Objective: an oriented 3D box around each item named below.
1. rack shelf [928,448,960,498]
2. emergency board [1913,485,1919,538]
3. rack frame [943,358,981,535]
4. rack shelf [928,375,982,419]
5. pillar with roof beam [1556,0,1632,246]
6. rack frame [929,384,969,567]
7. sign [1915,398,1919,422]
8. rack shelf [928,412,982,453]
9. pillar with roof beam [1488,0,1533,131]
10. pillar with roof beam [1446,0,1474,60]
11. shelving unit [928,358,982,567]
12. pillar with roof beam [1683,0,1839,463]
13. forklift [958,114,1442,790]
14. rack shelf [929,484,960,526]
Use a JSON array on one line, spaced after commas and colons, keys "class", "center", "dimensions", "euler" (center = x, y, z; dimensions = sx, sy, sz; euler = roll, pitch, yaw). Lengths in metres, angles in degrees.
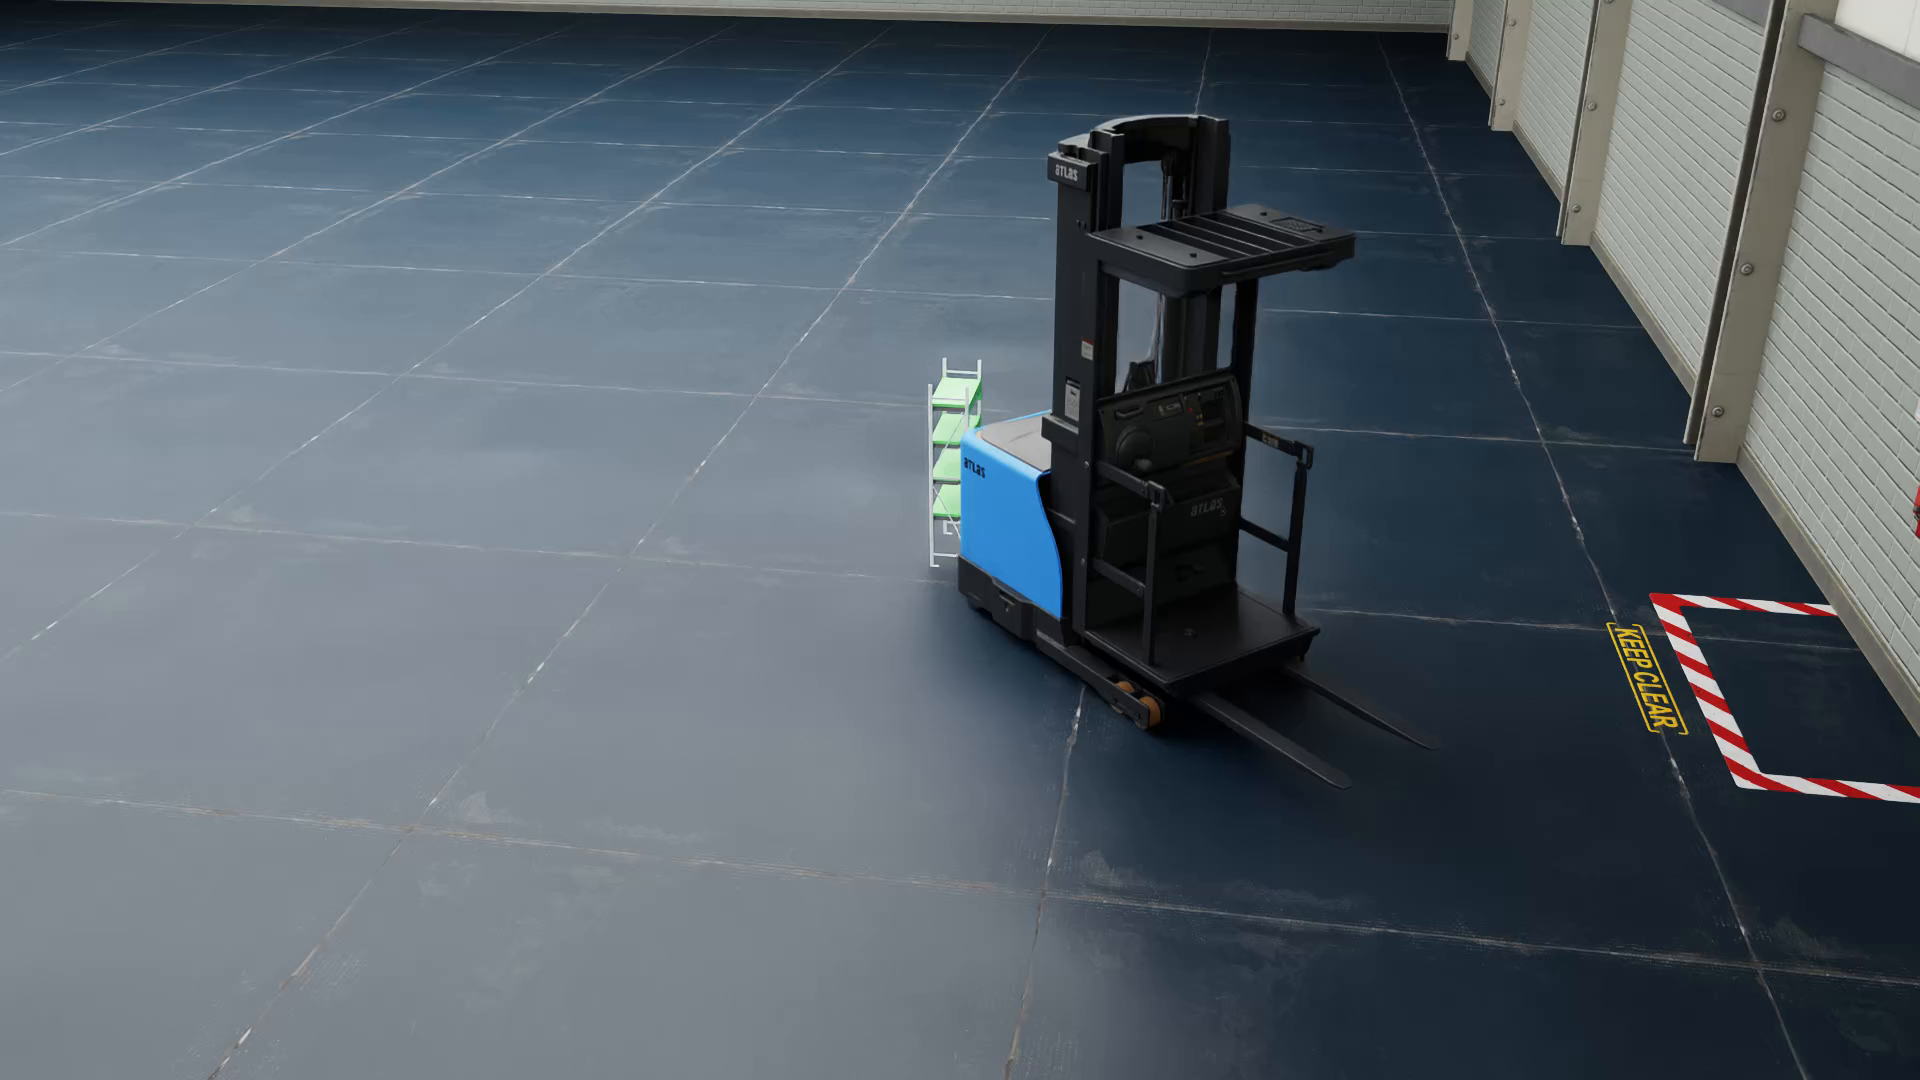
[{"class": "rack shelf", "center": [-0.027, -0.416, 10.375], "dimensions": [0.258, 0.148, 0.480], "euler": [4, 25, 9]}, {"class": "emergency board", "center": [4.940, -0.522, 8.327], "dimensions": [0.194, 1.169, 0.643], "euler": [4, 25, 9]}, {"class": "rack frame", "center": [0.013, -0.576, 10.566], "dimensions": [0.240, 1.200, 0.015], "euler": [4, 25, 9]}, {"class": "rack shelf", "center": [-0.027, -0.851, 10.171], "dimensions": [0.258, 0.148, 0.480], "euler": [4, 25, 9]}, {"class": "pillar with roof beam", "center": [2.212, -7.525, 16.212], "dimensions": [9.100, 9.000, 0.400], "euler": [4, 25, 9]}, {"class": "rack frame", "center": [-0.067, -0.372, 10.130], "dimensions": [0.240, 1.200, 0.015], "euler": [4, 25, 9]}, {"class": "sign", "center": [5.132, -0.762, 8.798], "dimensions": [0.001, 0.329, 0.234], "euler": [4, 25, 9]}, {"class": "rack shelf", "center": [-0.027, -0.634, 10.273], "dimensions": [0.258, 0.148, 0.480], "euler": [4, 25, 9]}, {"class": "pillar with roof beam", "center": [3.193, -10.035, 21.573], "dimensions": [9.100, 9.000, 0.400], "euler": [4, 25, 9]}, {"class": "pillar with roof beam", "center": [4.173, -12.544, 26.934], "dimensions": [9.100, 9.000, 0.400], "euler": [4, 25, 9]}, {"class": "shelving unit", "center": [-0.027, -0.474, 10.348], "dimensions": [0.258, 1.200, 0.503], "euler": [4, 25, 9]}, {"class": "pillar with roof beam", "center": [1.232, -5.016, 10.851], "dimensions": [9.100, 9.000, 0.400], "euler": [4, 25, 9]}, {"class": "forklift", "center": [1.224, -0.575, 8.522], "dimensions": [1.130, 2.935, 3.031], "euler": [-16, 29, -30]}, {"class": "rack shelf", "center": [-0.027, -0.199, 10.477], "dimensions": [0.258, 0.148, 0.480], "euler": [4, 25, 9]}]
